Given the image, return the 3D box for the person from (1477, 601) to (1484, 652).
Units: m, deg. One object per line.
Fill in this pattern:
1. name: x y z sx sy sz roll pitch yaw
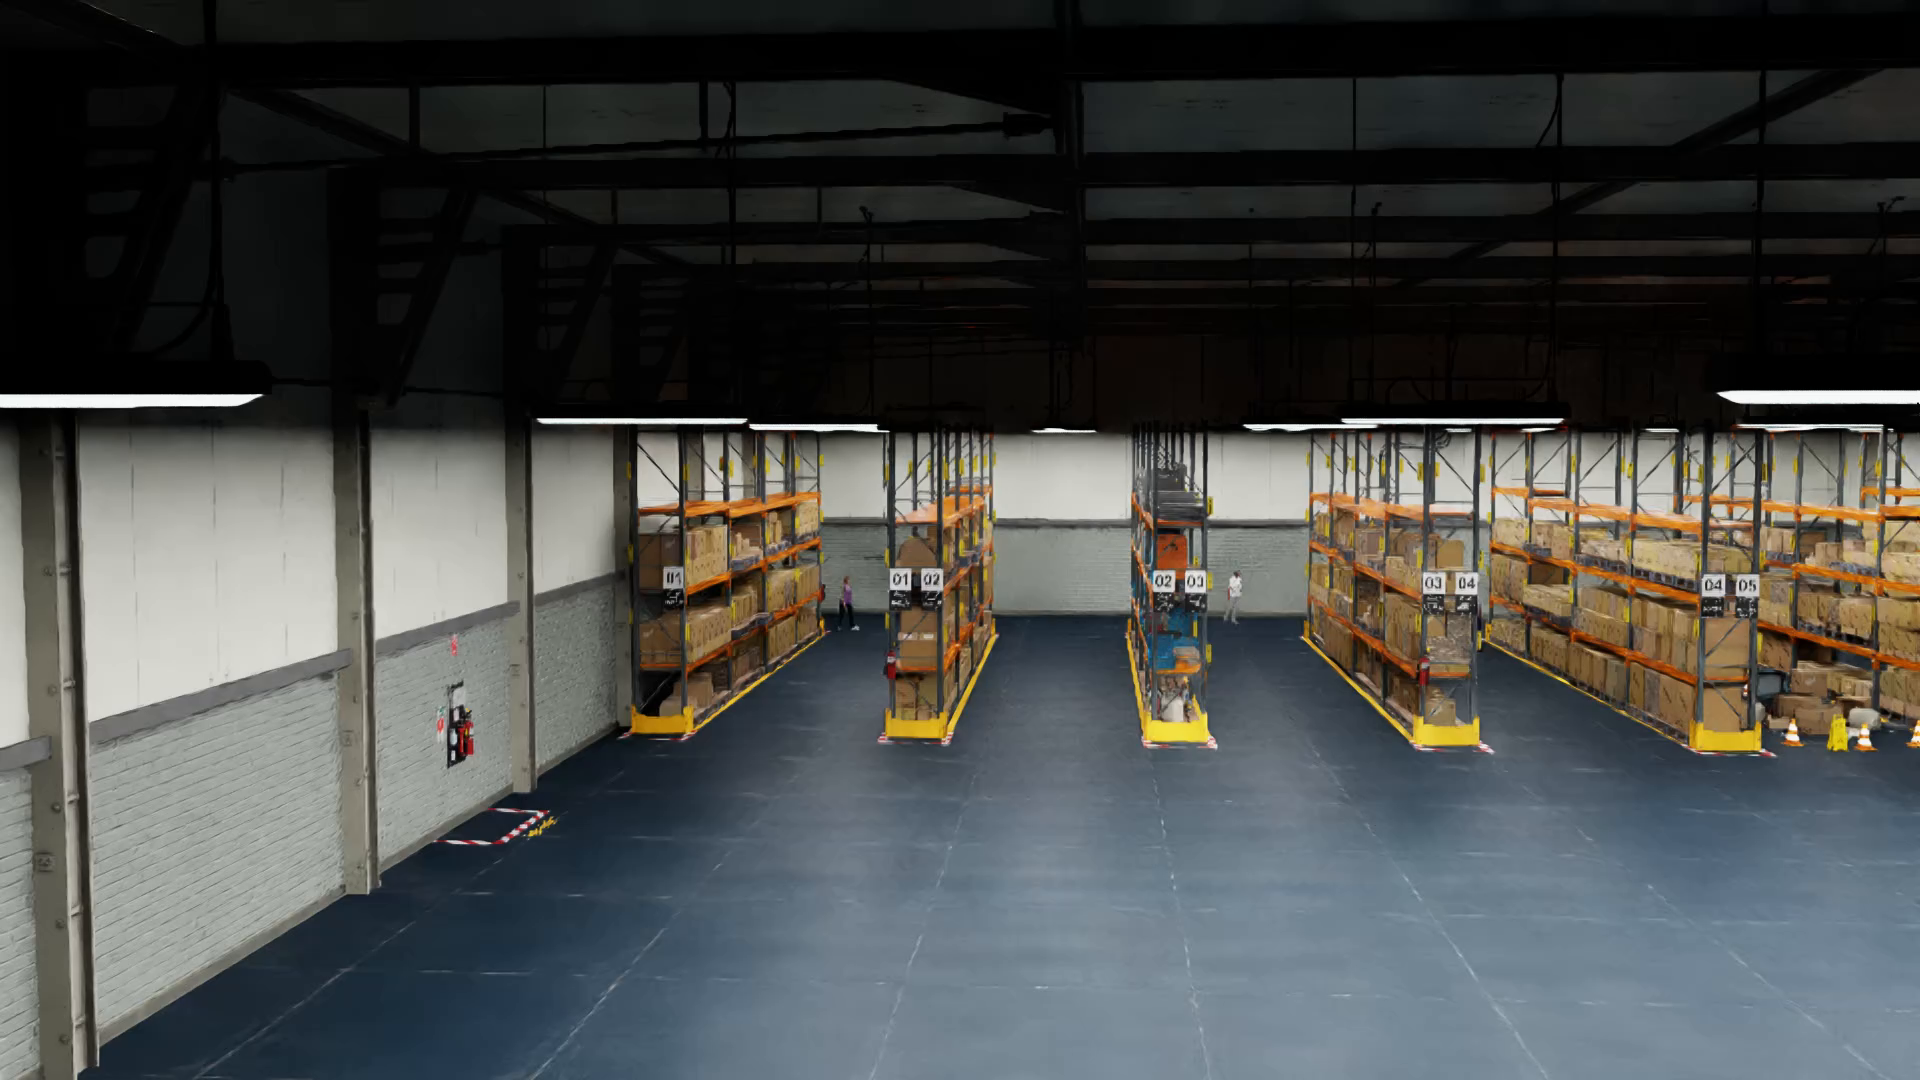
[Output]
1. person: 13.557 2.153 44.012 0.478 1.558 1.094 0 4 8

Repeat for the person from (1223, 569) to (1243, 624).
1. person: 8.298 1.699 50.534 0.524 1.666 0.535 -2 4 -33

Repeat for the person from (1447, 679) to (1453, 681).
1. person: 11.464 2.458 38.872 0.461 1.598 0.997 0 4 3

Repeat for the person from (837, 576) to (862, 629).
1. person: -3.295 1.828 48.866 0.573 1.583 0.621 3 4 36
